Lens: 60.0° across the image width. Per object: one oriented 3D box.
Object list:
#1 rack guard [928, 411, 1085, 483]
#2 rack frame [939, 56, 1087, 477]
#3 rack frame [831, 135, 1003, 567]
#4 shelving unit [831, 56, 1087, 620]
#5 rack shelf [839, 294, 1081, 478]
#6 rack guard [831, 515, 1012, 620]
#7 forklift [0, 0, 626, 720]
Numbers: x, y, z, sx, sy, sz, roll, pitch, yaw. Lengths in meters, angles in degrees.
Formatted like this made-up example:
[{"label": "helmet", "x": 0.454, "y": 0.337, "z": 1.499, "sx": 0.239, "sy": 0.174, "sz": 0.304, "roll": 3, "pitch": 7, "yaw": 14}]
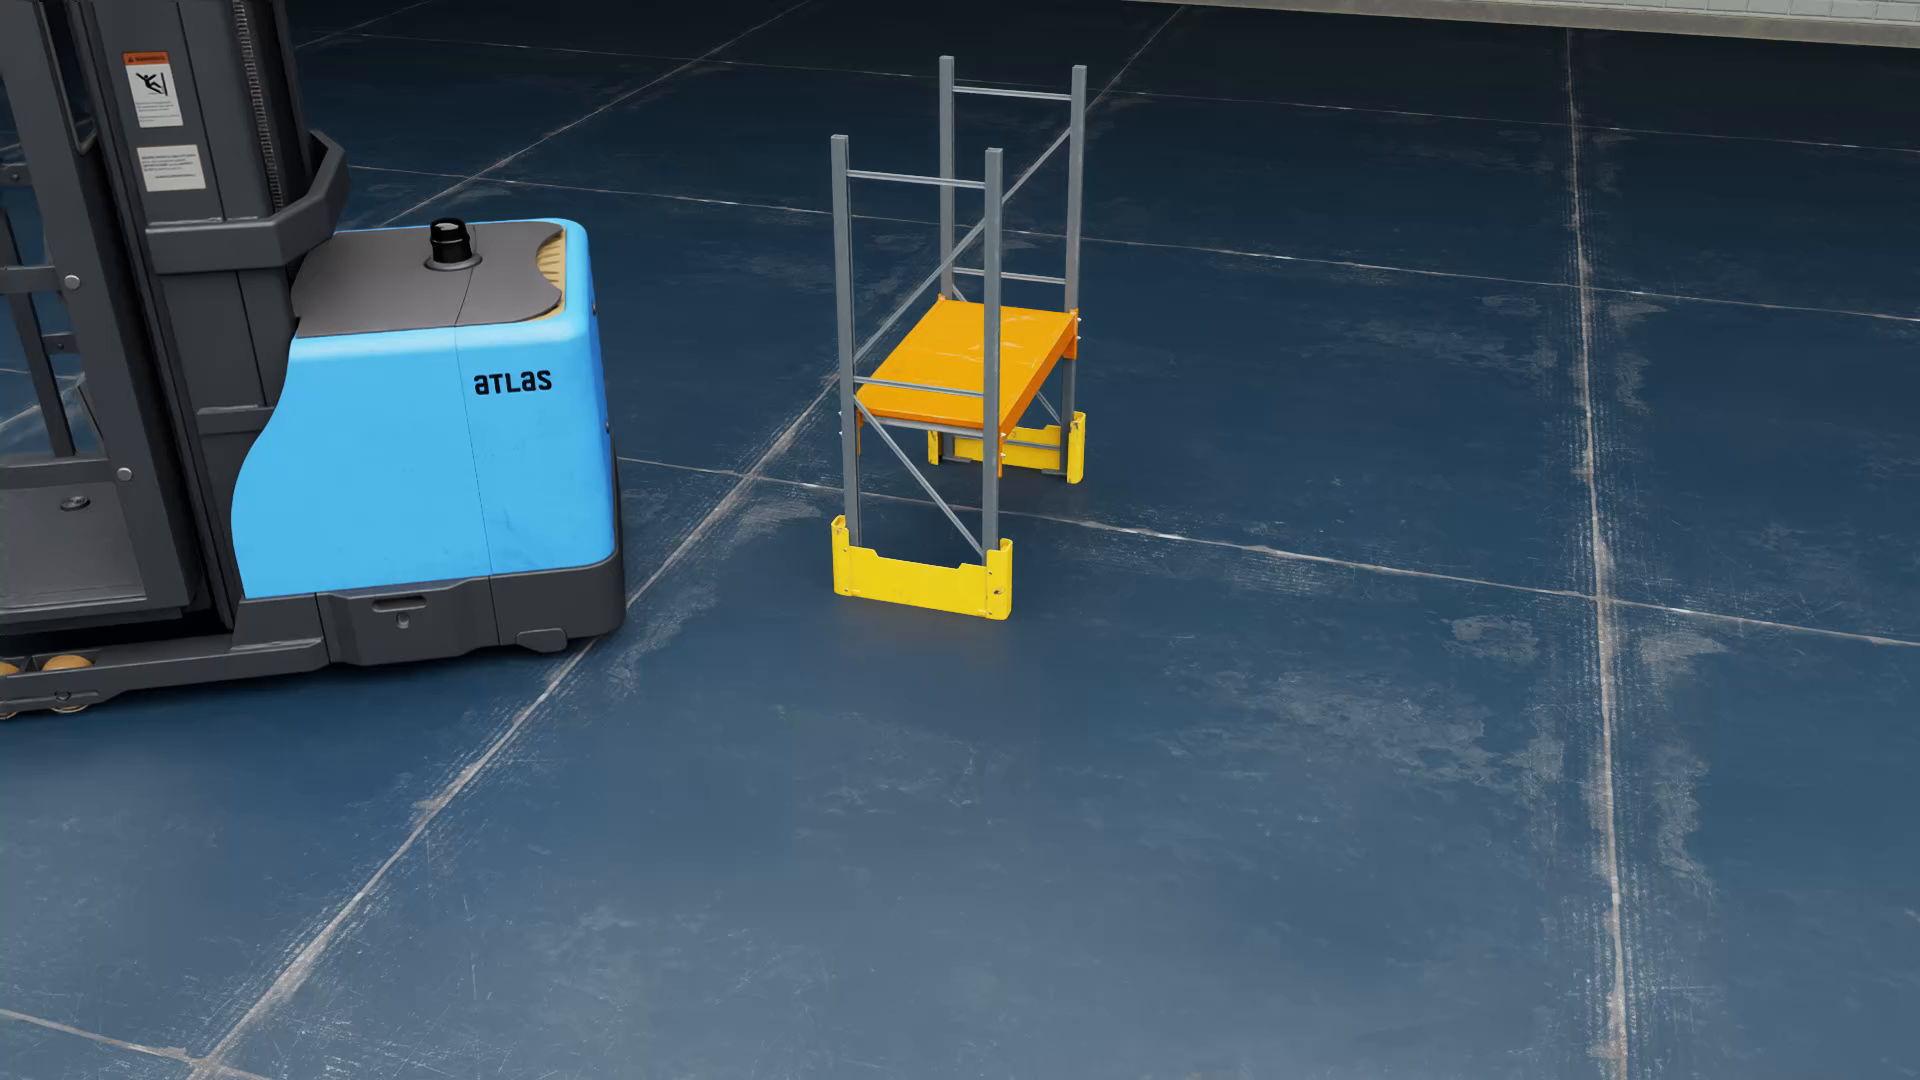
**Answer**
[{"label": "rack guard", "x": 0.169, "y": -0.376, "z": 6.169, "sx": 0.587, "sy": 0.250, "sz": 0.087, "roll": 8, "pitch": 30, "yaw": 15}, {"label": "rack frame", "x": 0.174, "y": -0.931, "z": 5.881, "sx": 0.500, "sy": 1.500, "sz": 0.032, "roll": 8, "pitch": 30, "yaw": 15}, {"label": "rack frame", "x": -0.124, "y": -0.459, "z": 5.032, "sx": 0.500, "sy": 1.500, "sz": 0.032, "roll": 8, "pitch": 30, "yaw": 15}, {"label": "shelving unit", "x": 0.022, "y": -0.691, "z": 5.449, "sx": 0.587, "sy": 1.500, "sz": 1.083, "roll": 8, "pitch": 30, "yaw": 15}, {"label": "rack shelf", "x": 0.025, "y": -0.538, "z": 5.544, "sx": 0.538, "sy": 0.185, "sz": 1.000, "roll": 8, "pitch": 30, "yaw": 15}, {"label": "rack guard", "x": -0.124, "y": 0.087, "z": 5.337, "sx": 0.587, "sy": 0.250, "sz": 0.087, "roll": 8, "pitch": 30, "yaw": 15}, {"label": "forklift", "x": -2.608, "y": -1.039, "z": 4.603, "sx": 3.031, "sy": 2.935, "sz": 1.130, "roll": -6, "pitch": 30, "yaw": -10}]
